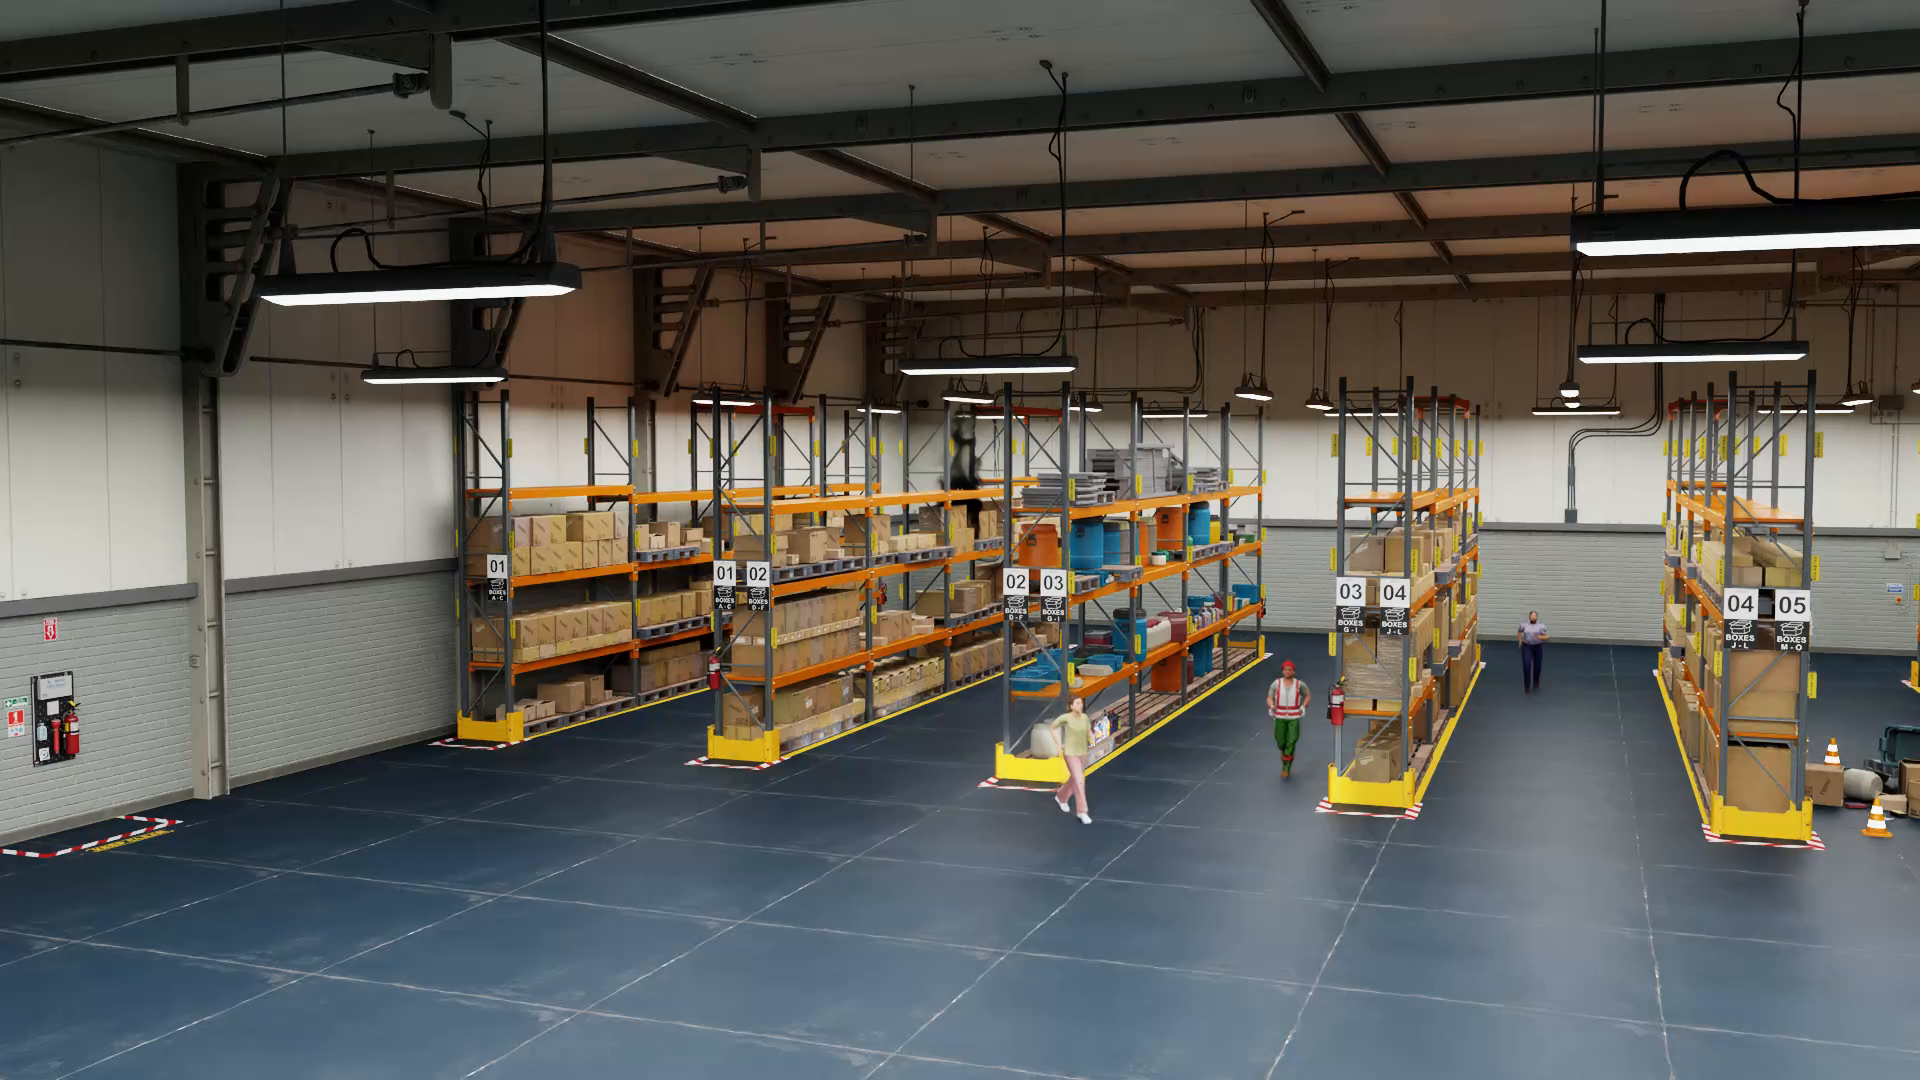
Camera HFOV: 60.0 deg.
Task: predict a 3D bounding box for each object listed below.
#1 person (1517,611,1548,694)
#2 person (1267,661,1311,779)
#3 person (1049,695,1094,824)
[{"bbox_3d":[11.764,2.281,34.160,0.599,1.660,0.900,1,3,17],"label":"person"},{"bbox_3d":[5.031,2.726,25.462,0.654,1.760,0.797,1,3,15],"label":"person"},{"bbox_3d":[1.548,2.924,22.492,0.575,1.689,0.846,-2,4,-36],"label":"person"}]
